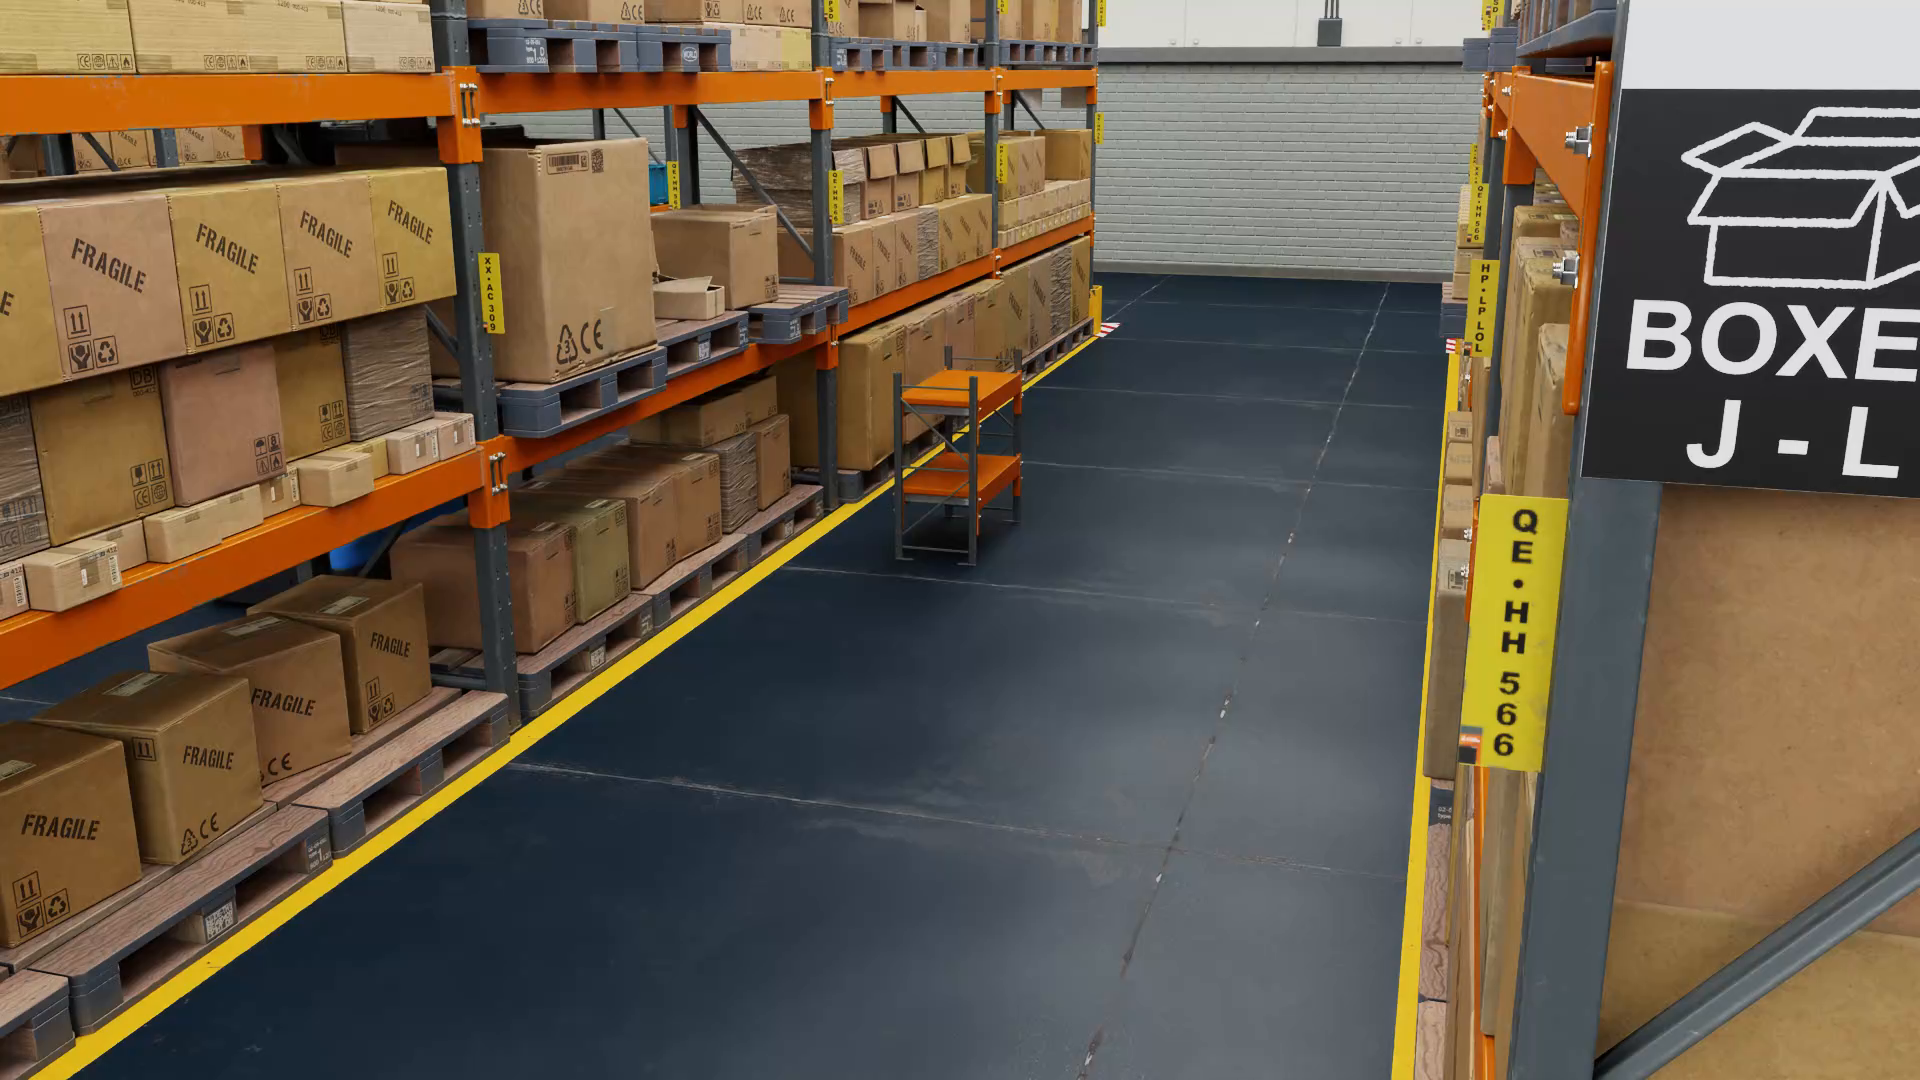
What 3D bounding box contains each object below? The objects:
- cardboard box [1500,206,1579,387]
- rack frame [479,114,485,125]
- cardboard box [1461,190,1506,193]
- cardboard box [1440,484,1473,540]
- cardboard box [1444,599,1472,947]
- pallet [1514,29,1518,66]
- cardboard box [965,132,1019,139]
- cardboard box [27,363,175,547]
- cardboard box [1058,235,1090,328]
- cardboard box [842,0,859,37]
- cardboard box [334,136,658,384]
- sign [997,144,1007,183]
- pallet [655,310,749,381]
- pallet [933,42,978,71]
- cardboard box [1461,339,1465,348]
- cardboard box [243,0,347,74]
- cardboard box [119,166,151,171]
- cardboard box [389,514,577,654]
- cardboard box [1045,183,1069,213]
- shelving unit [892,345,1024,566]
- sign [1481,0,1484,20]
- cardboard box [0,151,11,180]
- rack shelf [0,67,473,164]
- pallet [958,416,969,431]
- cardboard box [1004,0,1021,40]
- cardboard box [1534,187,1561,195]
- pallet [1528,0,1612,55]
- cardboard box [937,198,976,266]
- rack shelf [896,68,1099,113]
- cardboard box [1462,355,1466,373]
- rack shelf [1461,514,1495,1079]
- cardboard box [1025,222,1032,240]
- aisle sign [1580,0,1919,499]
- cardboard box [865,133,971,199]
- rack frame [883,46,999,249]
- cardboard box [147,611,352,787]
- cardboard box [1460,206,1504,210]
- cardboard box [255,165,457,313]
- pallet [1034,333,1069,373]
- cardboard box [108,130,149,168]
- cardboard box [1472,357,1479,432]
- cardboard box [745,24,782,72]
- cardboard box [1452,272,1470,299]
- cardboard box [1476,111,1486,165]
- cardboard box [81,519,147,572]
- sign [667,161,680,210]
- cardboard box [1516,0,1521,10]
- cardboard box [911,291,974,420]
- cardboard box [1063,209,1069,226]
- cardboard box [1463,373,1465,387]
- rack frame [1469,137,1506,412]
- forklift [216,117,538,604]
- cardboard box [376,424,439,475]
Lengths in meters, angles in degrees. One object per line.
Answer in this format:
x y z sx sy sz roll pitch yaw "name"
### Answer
2.146 -0.719 5.113 0.875 0.550 0.550 5 16 16 "cardboard box"
-4.918 -3.109 15.794 1.000 3.000 0.127 5 16 16 "rack frame"
3.856 -2.474 12.154 0.380 0.149 0.250 5 17 16 "cardboard box"
2.652 0.238 7.347 1.050 0.750 0.750 5 16 16 "cardboard box"
2.038 0.758 5.283 0.875 0.875 0.875 5 17 17 "cardboard box"
2.974 -2.154 7.277 1.003 0.211 1.213 5 17 18 "pallet"
0.289 -3.832 16.697 0.500 0.500 0.500 4 16 14 "cardboard box"
-3.033 -0.316 5.218 0.875 0.500 0.500 5 16 16 "cardboard box"
0.863 -2.778 17.750 0.875 0.875 0.875 5 16 16 "cardboard box"
-1.040 -3.770 11.672 0.500 0.500 0.500 6 17 19 "cardboard box"
-2.082 -1.320 7.616 1.000 1.000 1.000 5 17 16 "cardboard box"
0.354 -3.204 14.153 0.100 0.325 0.005 5 16 16 "sign"
-1.829 -1.065 8.939 1.003 0.211 1.213 5 16 16 "pallet"
-0.382 -3.832 13.197 0.805 0.209 1.217 4 16 14 "pallet"
5.001 -1.880 15.915 0.380 0.149 0.250 5 17 17 "cardboard box"
-2.480 -1.728 5.701 0.500 0.250 0.500 5 17 17 "cardboard box"
-9.117 -3.789 18.007 0.500 0.500 0.500 5 17 17 "cardboard box"
-2.247 0.200 7.902 0.700 0.500 0.500 3 16 12 "cardboard box"
0.795 -3.429 16.652 0.500 0.250 0.500 4 16 14 "cardboard box"
0.002 -0.543 10.182 0.538 1.125 1.048 5 16 16 "shelving unit"
5.174 -5.266 16.300 0.100 0.325 0.005 5 16 16 "sign"
-10.015 -3.638 16.705 0.700 0.500 0.500 -1 16 -3 "cardboard box"
-3.011 -1.206 4.905 1.077 0.370 4.000 5 16 16 "rack shelf"
-0.316 -1.176 14.088 1.003 0.211 1.213 5 16 16 "pallet"
0.153 -4.816 15.179 0.700 0.500 0.500 6 17 19 "cardboard box"
2.853 -1.279 7.327 0.700 0.500 0.500 4 16 15 "cardboard box"
1.693 -1.090 3.341 1.003 0.211 1.213 5 16 16 "pallet"
-0.187 -2.501 13.466 0.500 0.500 0.500 5 17 18 "cardboard box"
0.399 -4.345 15.973 1.077 0.370 4.000 5 16 16 "rack shelf"
4.407 -1.466 13.912 0.380 0.149 0.250 4 16 13 "cardboard box"
1.716 0.648 3.865 1.077 0.370 4.000 5 16 16 "rack shelf"
0.456 -2.862 15.384 0.380 0.149 0.250 4 16 14 "cardboard box"
0.840 -0.430 1.584 0.394 0.787 0.004 5 16 16 "aisle sign"
-0.343 -3.088 13.698 0.797 0.503 0.637 4 16 14 "cardboard box"
-0.169 -2.725 14.440 1.000 3.000 0.127 5 16 16 "rack frame"
-2.750 0.620 6.456 0.500 0.500 0.500 11 19 33 "cardboard box"
3.415 -2.065 10.715 0.380 0.149 0.250 5 16 16 "cardboard box"
-2.306 -1.165 6.380 0.500 0.500 0.500 5 16 16 "cardboard box"
0.467 -1.897 16.629 1.003 0.211 1.213 5 16 16 "pallet"
-9.116 -4.260 17.835 0.500 0.500 0.500 4 16 14 "cardboard box"
2.463 -0.691 7.084 0.500 0.500 0.500 5 17 16 "cardboard box"
-1.334 -2.775 9.394 0.500 0.250 0.500 5 16 16 "cardboard box"
3.121 -1.513 9.859 0.380 0.149 0.250 5 17 17 "cardboard box"
4.864 -3.535 14.736 0.500 0.500 0.500 4 16 14 "cardboard box"
-2.807 0.019 5.227 0.380 0.149 0.250 5 16 16 "cardboard box"
-1.839 -2.278 10.741 0.100 0.325 0.005 5 16 16 "sign"
2.572 -2.347 6.820 0.500 0.311 0.500 4 16 14 "cardboard box"
-0.585 -1.502 13.252 1.225 0.875 0.875 4 16 14 "cardboard box"
0.893 -3.265 16.803 0.380 0.149 0.250 4 16 15 "cardboard box"
3.945 -1.002 12.177 0.500 0.500 0.500 5 17 18 "cardboard box"
3.421 -1.267 9.301 1.000 3.000 0.127 5 16 16 "rack frame"
-3.212 -1.384 9.838 1.130 2.935 3.031 5 17 16 "forklift"
-2.302 -0.367 6.588 0.380 0.149 0.250 5 16 16 "cardboard box"
